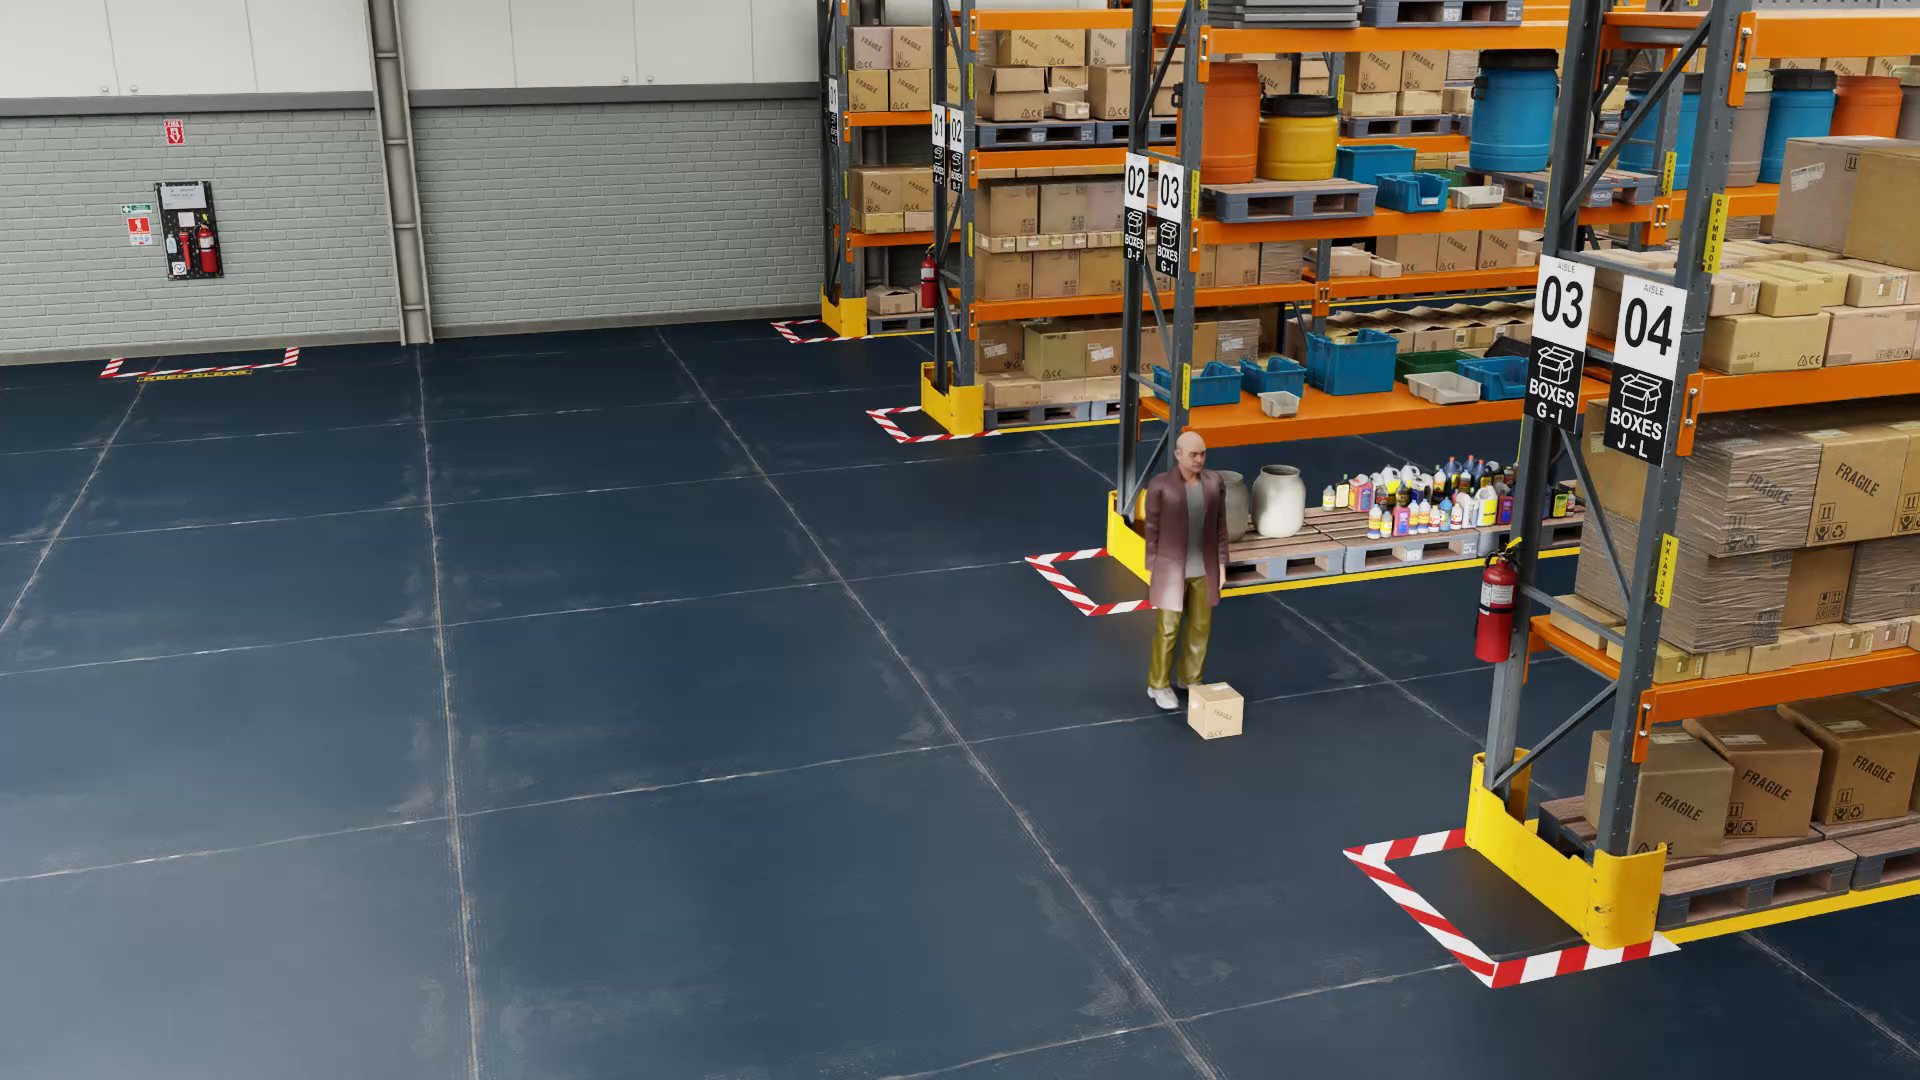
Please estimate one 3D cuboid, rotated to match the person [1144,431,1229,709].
[{"bbox_3d":[1.452,0.187,10.544,0.564,1.775,0.427,-6,20,-16],"label":"person"}]
